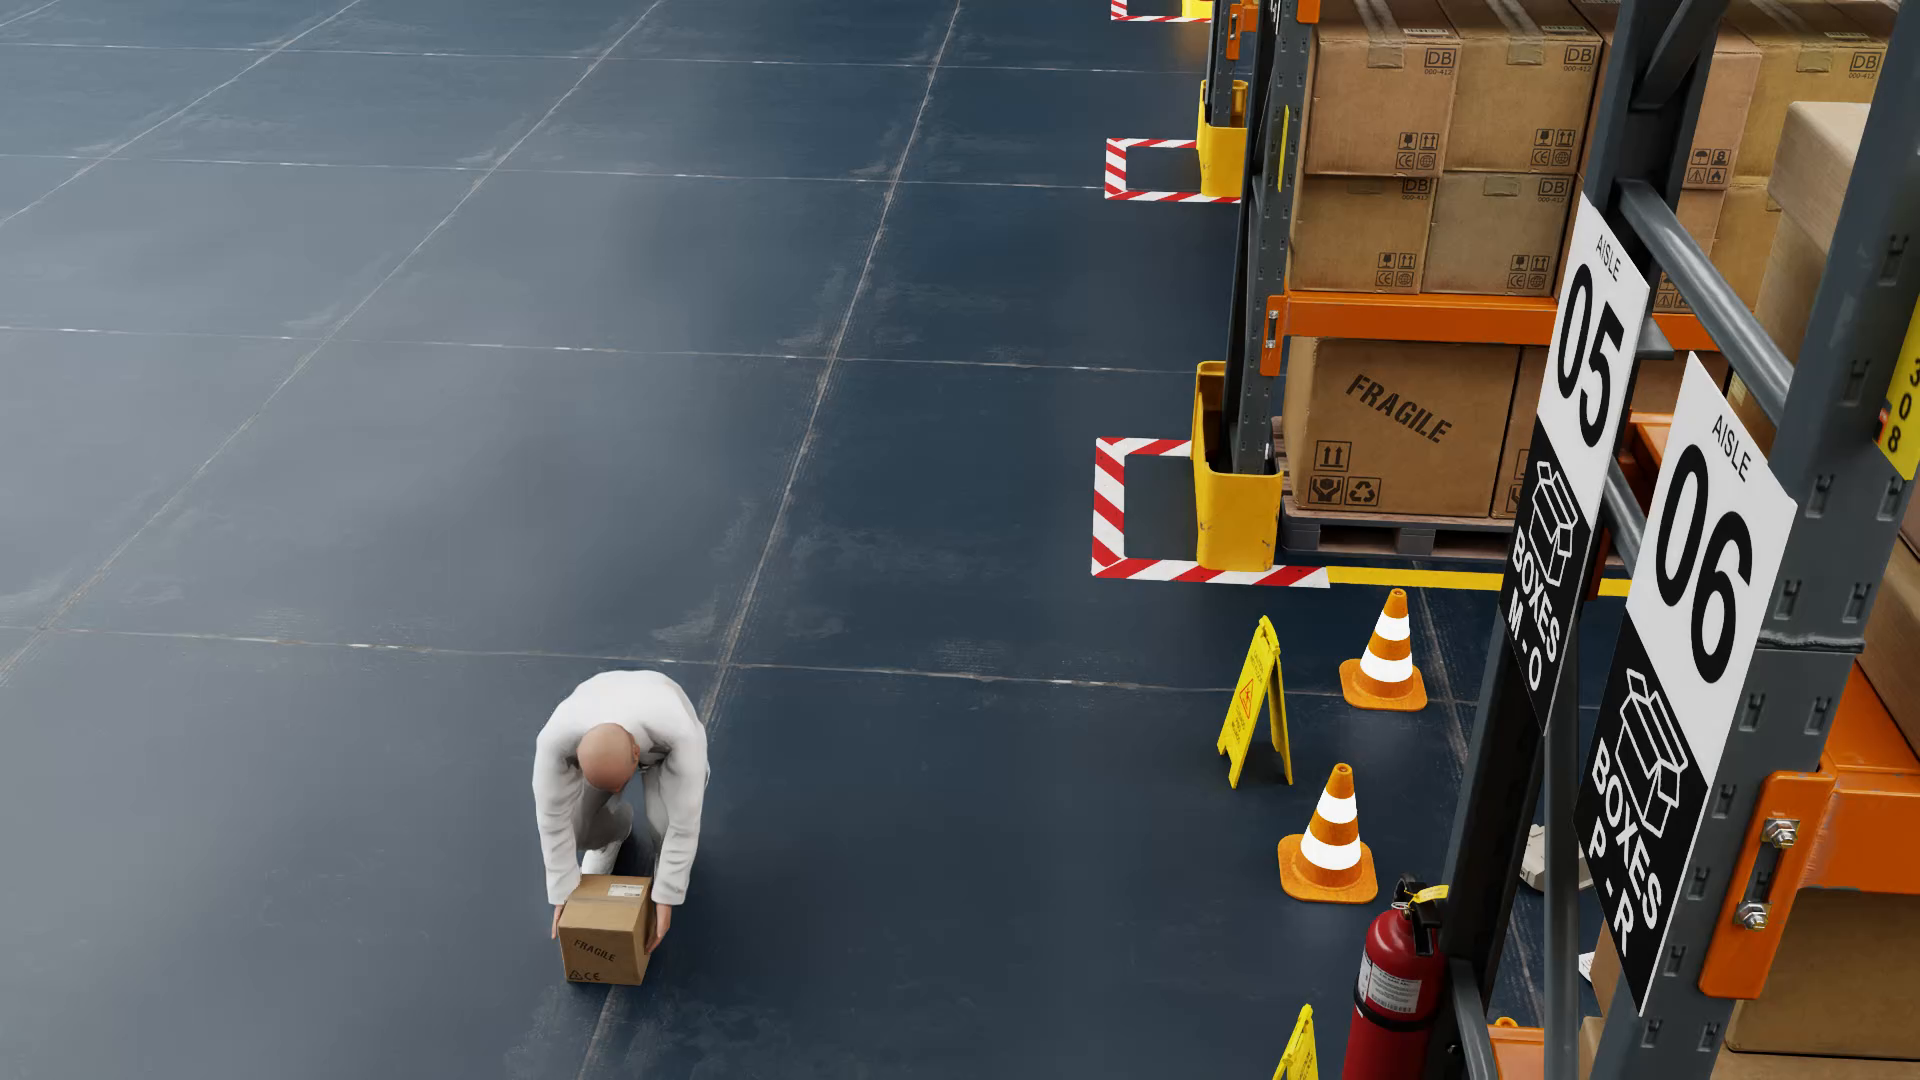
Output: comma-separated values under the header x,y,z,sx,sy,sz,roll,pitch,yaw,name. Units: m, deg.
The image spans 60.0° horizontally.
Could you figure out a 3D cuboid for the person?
x,y,z,sx,sy,sz,roll,pitch,yaw,name
-1.126,0.824,5.641,0.611,0.907,0.895,2,32,4,person
